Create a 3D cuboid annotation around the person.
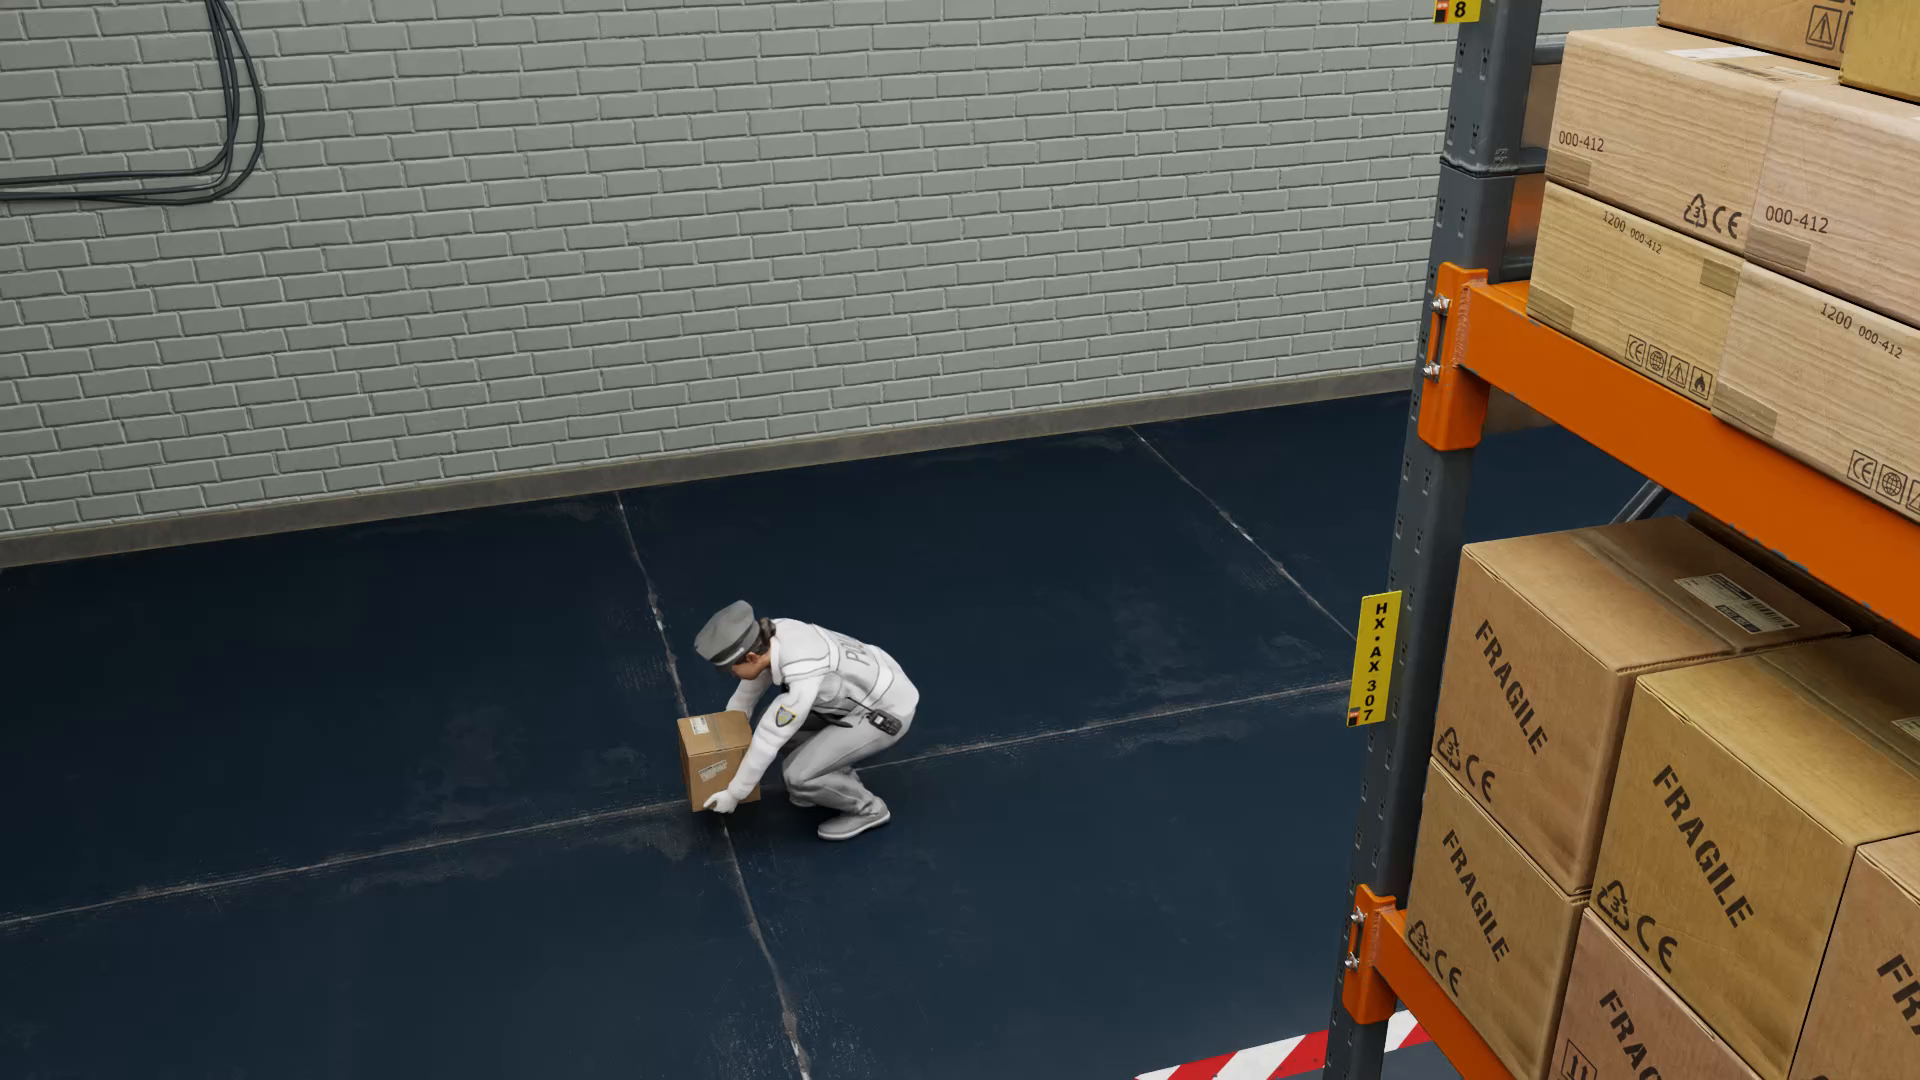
[{"bbox_3d":[-0.569,0.630,6.134,0.844,0.981,0.450,-9,28,-17],"label":"person"}]
